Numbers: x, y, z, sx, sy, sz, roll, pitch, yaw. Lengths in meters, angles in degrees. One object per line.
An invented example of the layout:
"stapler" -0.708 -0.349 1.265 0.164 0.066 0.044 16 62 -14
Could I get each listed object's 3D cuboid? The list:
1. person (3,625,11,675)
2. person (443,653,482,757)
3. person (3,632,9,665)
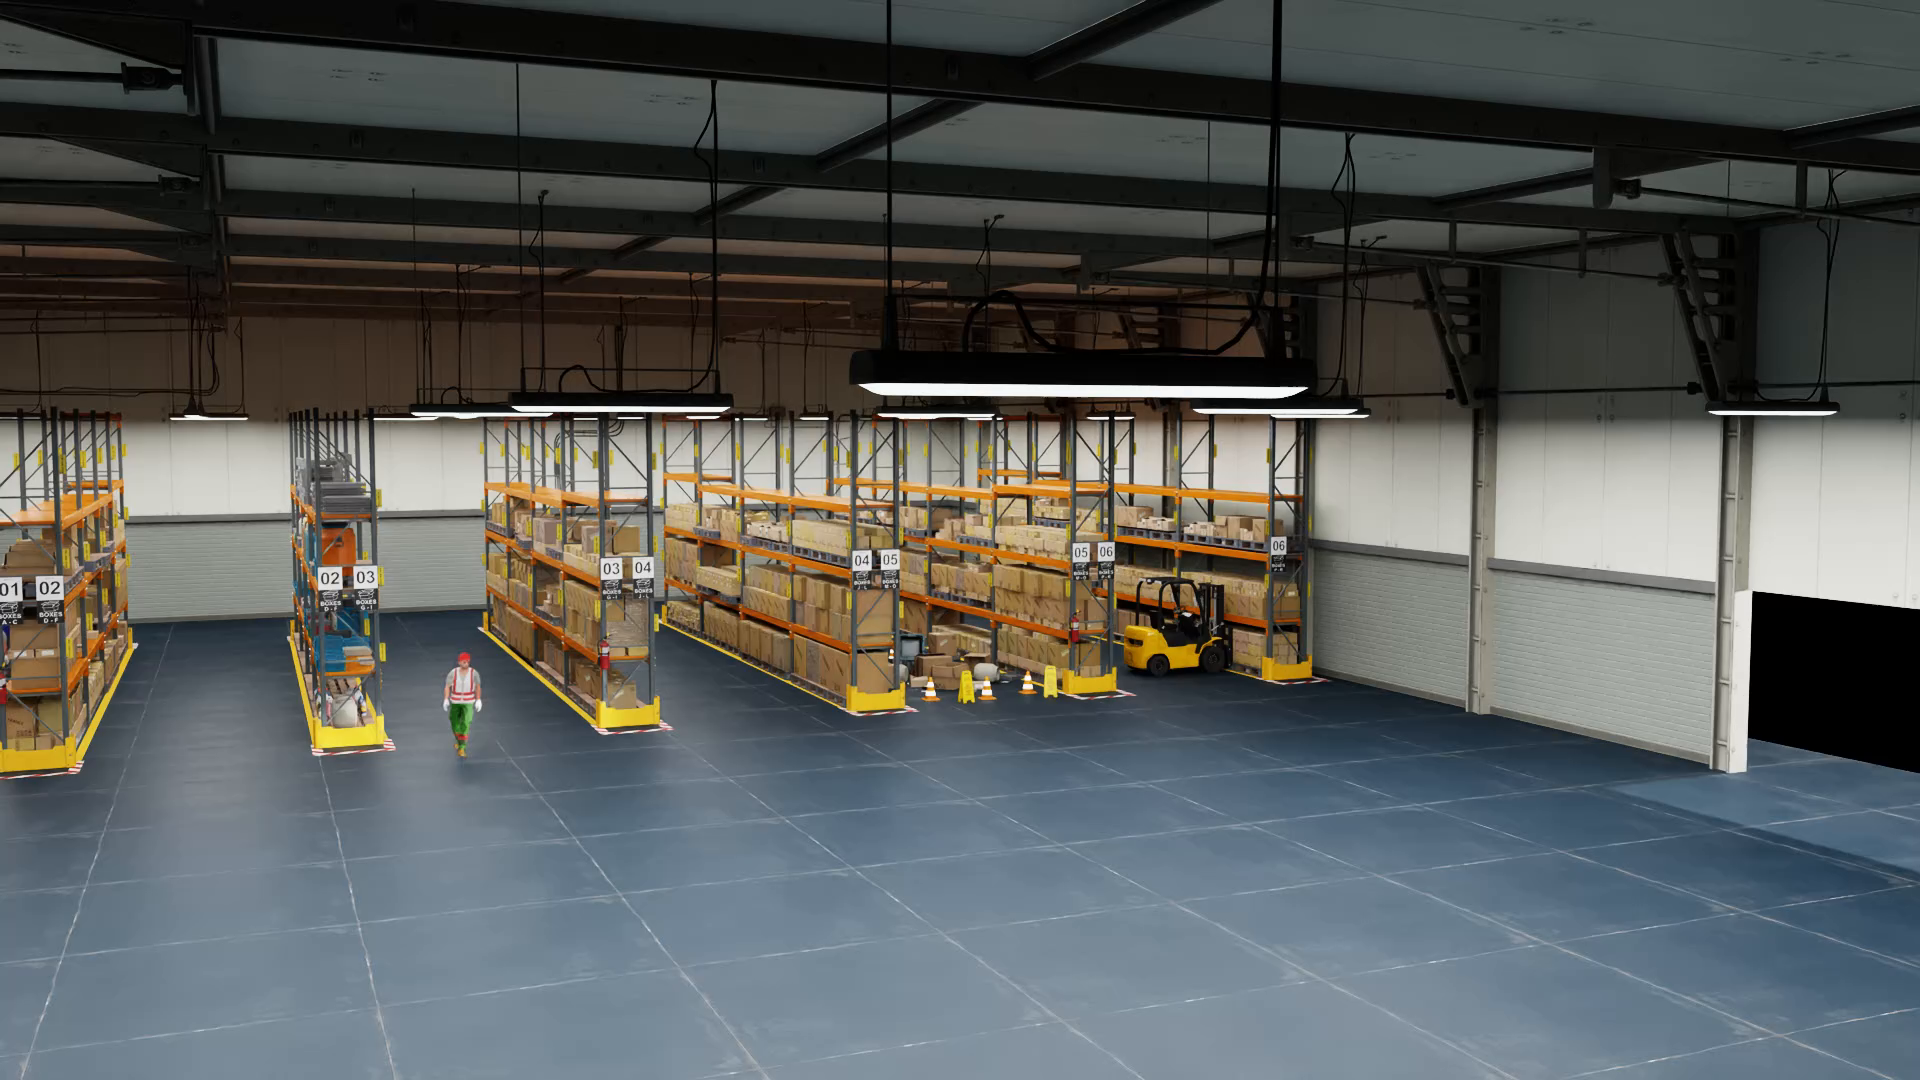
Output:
"person" -21.733 2.275 37.973 0.535 1.614 0.536 -2 4 -24
"person" -8.628 2.827 28.839 0.635 1.752 0.932 -1 4 -16
"person" -19.873 2.470 34.157 0.636 1.809 0.672 -3 5 -38
